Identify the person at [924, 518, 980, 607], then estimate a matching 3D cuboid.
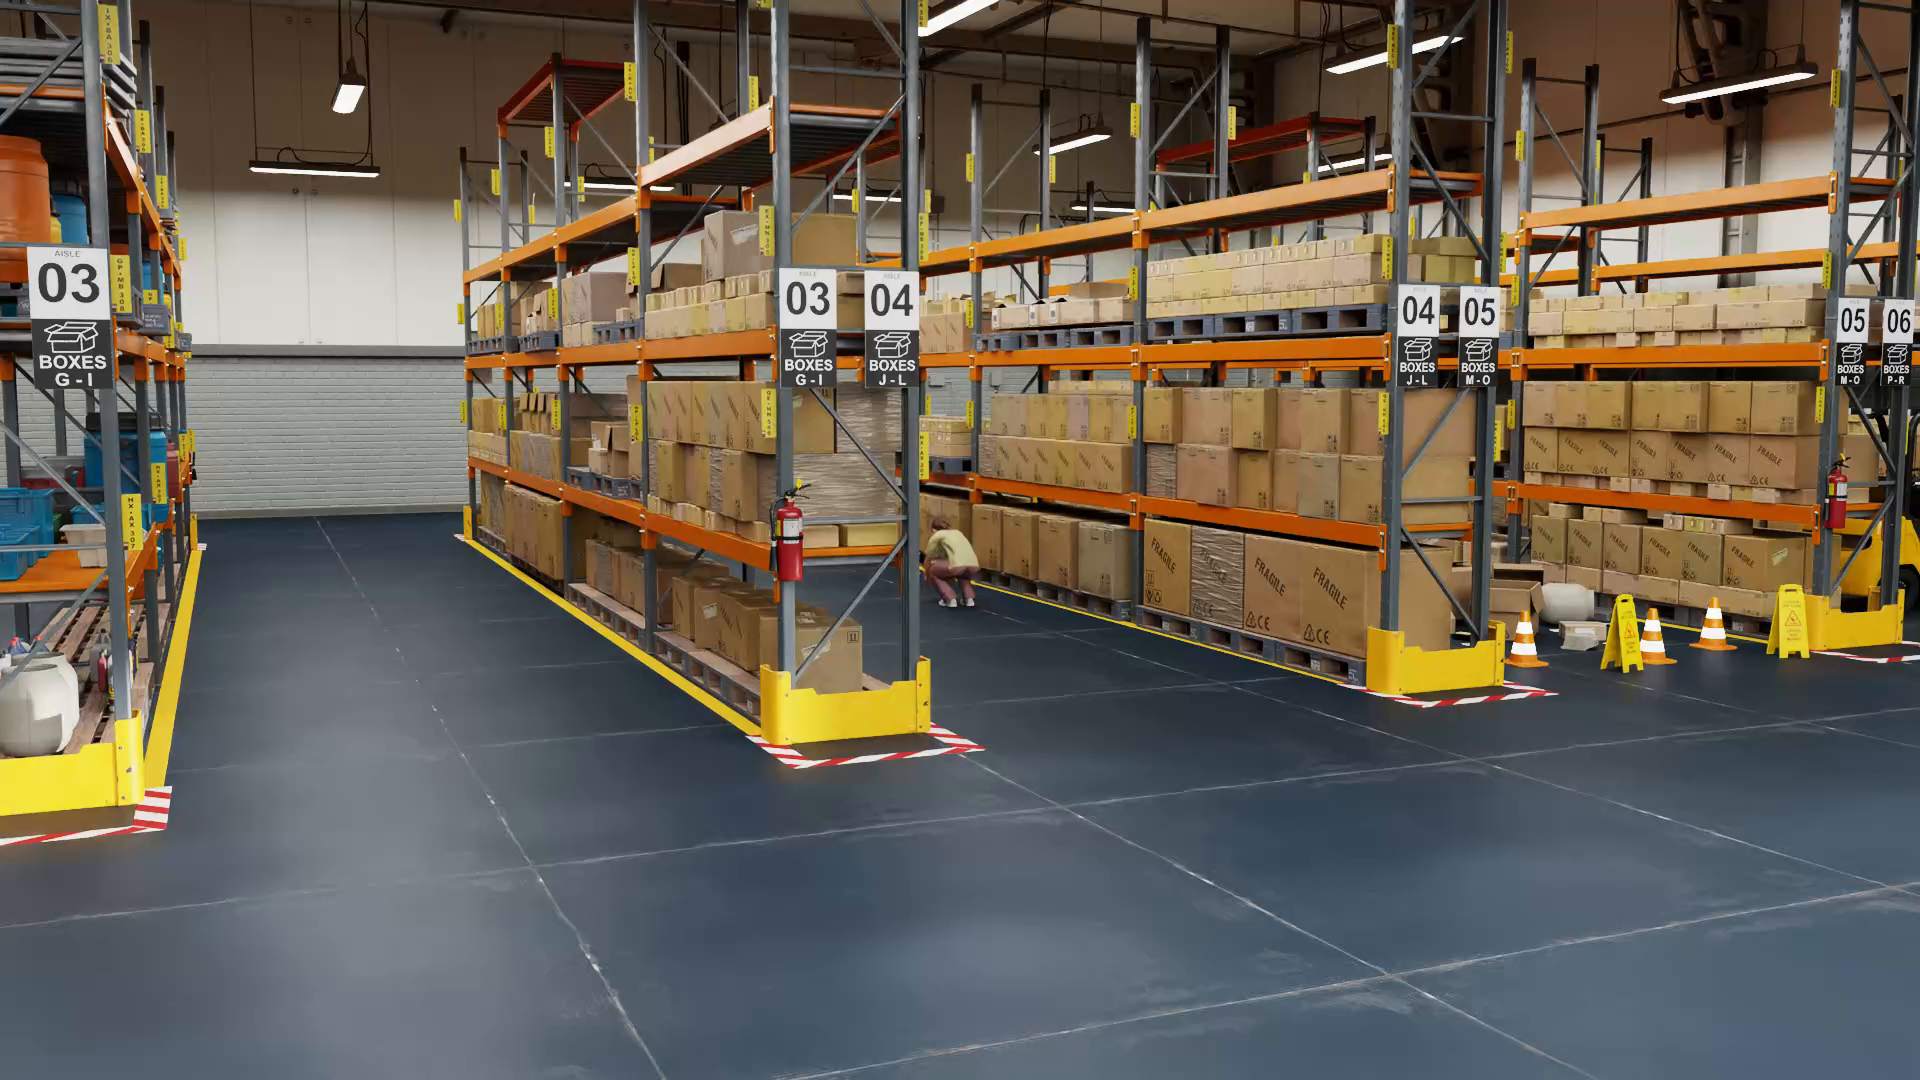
[{"bbox_3d":[-0.102,0.261,18.281,0.494,0.911,0.801,-2,6,-24],"label":"person"}]
